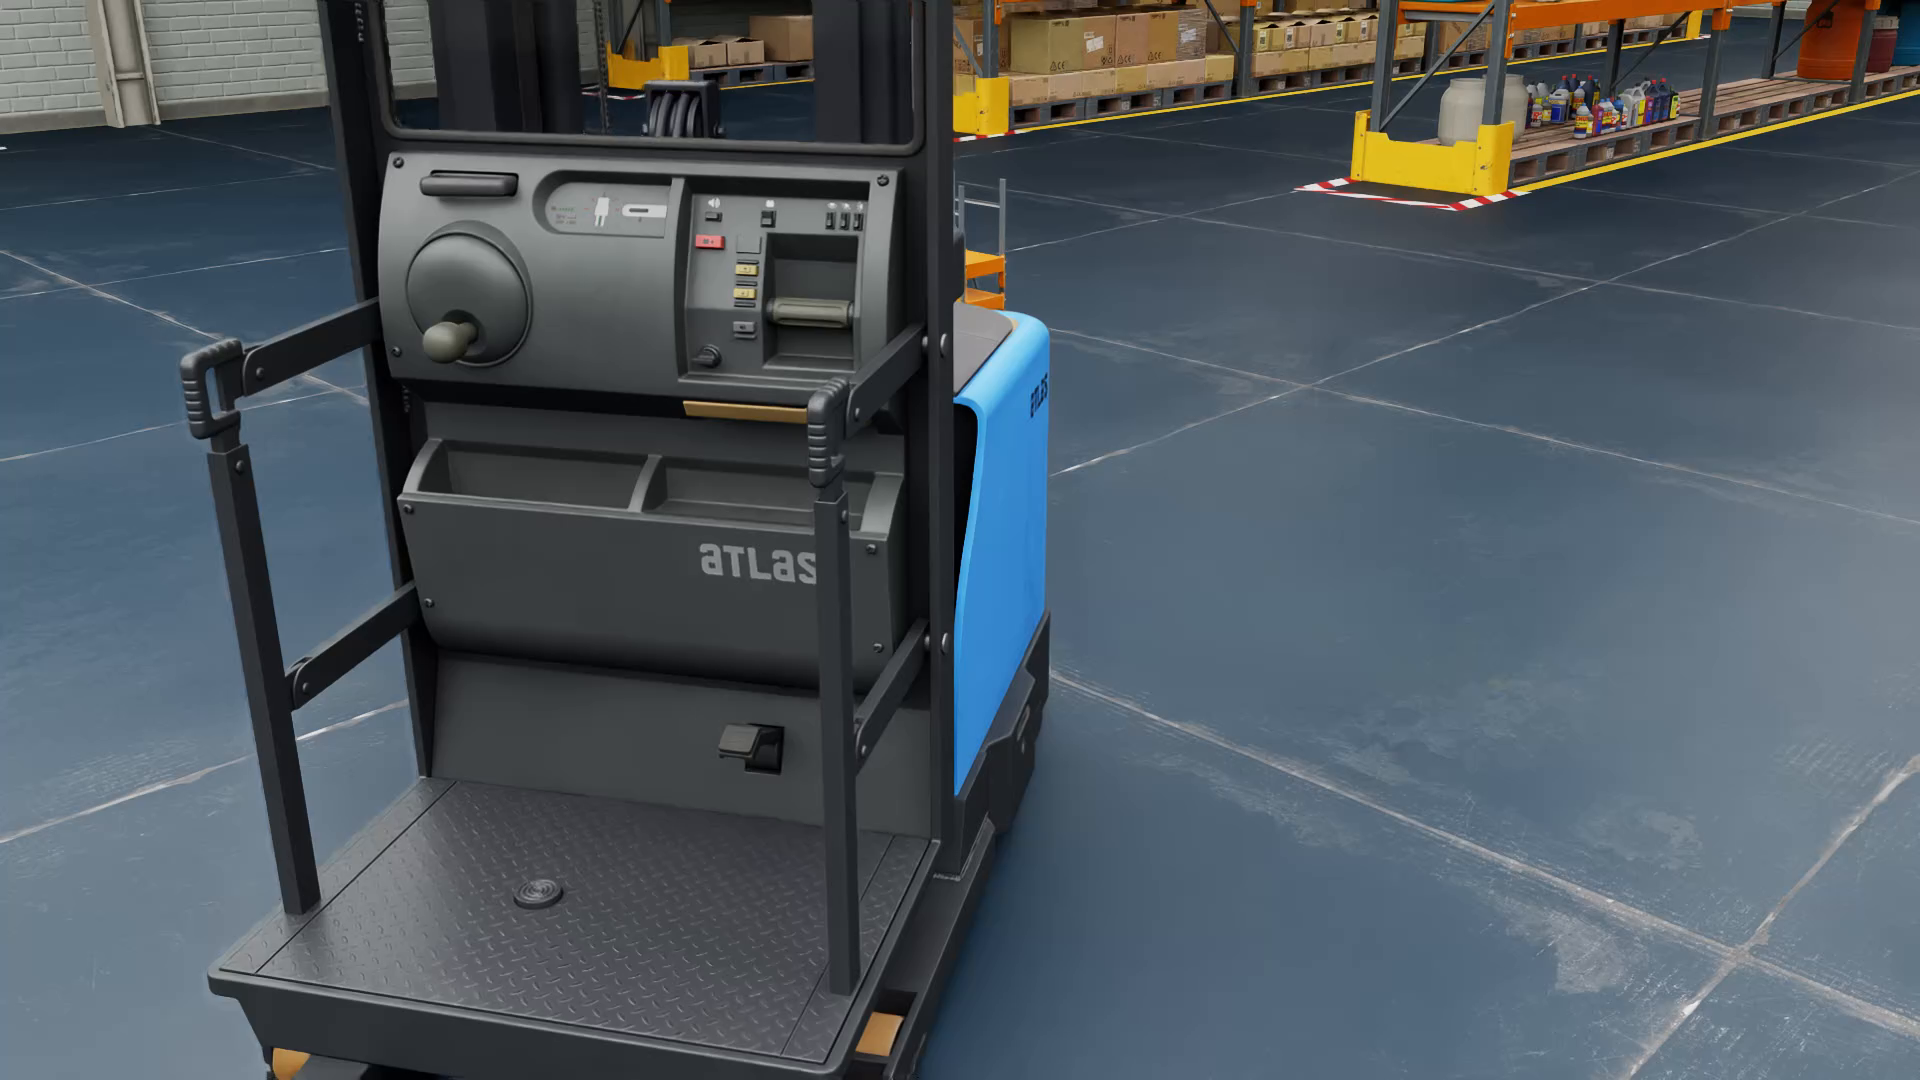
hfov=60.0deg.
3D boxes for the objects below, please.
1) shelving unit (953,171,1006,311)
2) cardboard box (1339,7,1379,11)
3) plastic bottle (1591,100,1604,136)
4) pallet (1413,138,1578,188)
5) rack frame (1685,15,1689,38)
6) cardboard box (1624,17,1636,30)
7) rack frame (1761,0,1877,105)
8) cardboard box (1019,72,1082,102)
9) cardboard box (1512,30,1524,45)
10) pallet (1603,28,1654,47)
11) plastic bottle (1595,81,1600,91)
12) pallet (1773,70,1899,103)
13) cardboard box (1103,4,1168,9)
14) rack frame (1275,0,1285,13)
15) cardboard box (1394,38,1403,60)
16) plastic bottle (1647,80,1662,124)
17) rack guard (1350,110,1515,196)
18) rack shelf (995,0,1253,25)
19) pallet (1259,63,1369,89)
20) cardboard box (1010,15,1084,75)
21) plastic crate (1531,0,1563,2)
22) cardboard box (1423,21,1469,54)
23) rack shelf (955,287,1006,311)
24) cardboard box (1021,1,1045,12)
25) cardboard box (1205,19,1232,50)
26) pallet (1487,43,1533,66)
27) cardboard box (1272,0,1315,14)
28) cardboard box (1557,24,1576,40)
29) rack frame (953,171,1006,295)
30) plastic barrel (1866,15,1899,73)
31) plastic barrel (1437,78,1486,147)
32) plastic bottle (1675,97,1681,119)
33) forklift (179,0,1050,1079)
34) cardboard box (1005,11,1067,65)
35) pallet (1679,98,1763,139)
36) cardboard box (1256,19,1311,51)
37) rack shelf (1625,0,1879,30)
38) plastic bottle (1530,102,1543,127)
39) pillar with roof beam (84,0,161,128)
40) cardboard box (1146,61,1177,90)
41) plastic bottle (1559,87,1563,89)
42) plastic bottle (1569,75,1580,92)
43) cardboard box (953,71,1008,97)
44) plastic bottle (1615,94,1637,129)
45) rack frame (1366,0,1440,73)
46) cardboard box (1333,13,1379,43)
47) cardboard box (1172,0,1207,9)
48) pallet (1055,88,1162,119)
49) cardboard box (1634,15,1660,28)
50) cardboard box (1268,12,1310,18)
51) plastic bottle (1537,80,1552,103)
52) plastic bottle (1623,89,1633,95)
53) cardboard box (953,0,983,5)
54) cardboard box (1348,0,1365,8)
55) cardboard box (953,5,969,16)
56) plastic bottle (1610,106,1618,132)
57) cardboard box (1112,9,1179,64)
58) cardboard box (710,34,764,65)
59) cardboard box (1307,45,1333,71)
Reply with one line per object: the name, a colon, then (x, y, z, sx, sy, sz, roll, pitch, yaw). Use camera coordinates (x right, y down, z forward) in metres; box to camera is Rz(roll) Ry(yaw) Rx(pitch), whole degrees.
shelving unit: (-0.010, -0.556, 5.350, 0.258, 1.200, 0.189, 19, 28, 41)
cardboard box: (4.959, -6.458, 20.660, 0.500, 0.311, 0.500, -19, 28, -40)
plastic bottle: (5.160, -3.426, 13.481, 0.133, 0.283, 0.061, -20, 28, -41)
pallet: (4.090, -2.984, 13.045, 1.003, 0.211, 1.213, 19, 28, 41)
rack frame: (11.116, -9.401, 25.852, 1.000, 3.000, 0.127, 19, 28, 41)
cardboard box: (9.632, -7.897, 24.805, 0.797, 0.503, 0.637, 19, 28, 41)
rack frame: (9.081, -6.104, 17.274, 1.000, 3.000, 0.127, 19, 28, 41)
cardboard box: (0.834, -4.412, 16.120, 0.500, 0.250, 0.500, 19, 28, 41)
cardboard box: (7.132, -6.827, 22.028, 0.500, 0.500, 0.500, 18, 27, 39)
pallet: (9.656, -7.562, 24.955, 1.003, 0.211, 1.213, 19, 28, 41)
plastic bottle: (5.625, -3.924, 14.776, 0.061, 0.283, 0.133, 19, 28, 41)
pallet: (9.601, -5.015, 18.328, 1.003, 0.211, 1.213, 19, 28, 41)
cardboard box: (1.854, -5.407, 17.664, 0.500, 0.500, 0.500, 19, 28, 41)
rack frame: (4.774, -9.611, 26.400, 1.000, 3.000, 0.127, 19, 28, 41)
cardboard box: (4.986, -5.927, 20.062, 0.500, 0.250, 0.500, 19, 28, 40)
plastic bottle: (5.914, -3.757, 14.248, 0.144, 0.351, 0.185, 18, 27, 38)
rack guard: (3.520, -2.912, 12.453, 1.175, 0.500, 0.348, 19, 28, 41)
rack shelf: (1.349, -5.466, 16.618, 1.077, 0.370, 4.000, 19, 28, 41)
pallet: (4.082, -5.529, 19.665, 1.003, 0.211, 1.213, 19, 28, 41)
cardboard box: (0.835, -4.762, 15.984, 0.500, 0.500, 0.500, 19, 28, 41)
plastic crate: (4.355, -4.074, 12.360, 0.298, 0.136, 0.250, 19, 28, 41)
cardboard box: (6.057, -6.428, 20.989, 0.500, 0.500, 0.500, -19, 28, -40)
rack shelf: (-0.010, -0.739, 5.279, 0.258, 0.103, 0.180, 19, 28, 41)
cardboard box: (0.749, -7.185, 22.959, 0.700, 0.500, 0.500, 19, 28, 40)
cardboard box: (2.822, -5.666, 18.601, 0.500, 0.311, 0.500, 19, 28, 41)
pallet: (6.934, -6.537, 22.288, 1.003, 0.211, 1.213, 19, 28, 41)
cardboard box: (5.369, -8.807, 27.206, 0.700, 0.500, 0.500, 20, 29, 41)
cardboard box: (8.186, -7.213, 23.030, 0.500, 0.500, 0.500, 19, 28, 40)
rack frame: (0.054, -0.580, 5.411, 0.240, 1.200, 0.006, 19, 28, 41)
plastic barrel: (10.198, -5.594, 18.724, 0.600, 0.588, 0.708, 19, 28, 41)
plastic barrel: (3.905, -3.270, 12.784, 0.421, 0.512, 0.421, 0, 21, 0)
plastic bottle: (6.261, -3.803, 14.576, 0.097, 0.201, 0.097, 0, 21, 0)
forklift: (-0.607, -0.444, 2.644, 1.130, 2.935, 3.031, 5, 22, 12)
cardboard box: (0.802, -5.024, 16.665, 0.500, 0.500, 0.500, 19, 28, 41)
pallet: (6.811, -3.985, 15.649, 1.003, 0.211, 1.213, 19, 28, 41)
cardboard box: (3.564, -5.662, 18.589, 0.500, 0.311, 0.500, 19, 28, 40)
rack shelf: (7.686, -5.254, 16.065, 1.077, 0.370, 4.000, 19, 28, 41)
plastic bottle: (4.862, -3.595, 14.035, 0.097, 0.201, 0.097, 0, 21, 0)
pillar with roof beam: (-4.830, -7.104, 11.514, 9.100, 9.000, 0.400, 19, 28, 41)
cardboard box: (1.883, -4.796, 17.120, 0.500, 0.250, 0.500, 19, 28, 41)
plastic bottle: (5.223, -3.808, 14.490, 0.097, 0.271, 0.097, 0, 21, 0)
plastic bottle: (5.431, -3.941, 14.725, 0.185, 0.351, 0.144, -19, 28, -41)
cardboard box: (0.117, -4.412, 16.120, 0.500, 0.250, 0.500, 19, 28, 41)
plastic bottle: (5.573, -3.599, 13.939, 0.135, 0.276, 0.152, -20, 28, -41)
rack frame: (5.535, -7.344, 20.502, 1.000, 3.000, 0.127, 19, 28, 41)
cardboard box: (4.634, -6.058, 19.621, 0.500, 0.311, 0.500, 19, 28, 40)
cardboard box: (3.206, -8.156, 25.023, 0.750, 0.750, 0.750, 19, 28, 40)
pallet: (1.309, -4.505, 17.002, 1.003, 0.211, 1.213, 19, 28, 41)
cardboard box: (10.229, -7.885, 25.126, 0.500, 0.250, 0.500, 19, 28, 41)
cardboard box: (3.883, -6.058, 19.619, 0.500, 0.311, 0.500, 19, 28, 40)
plastic bottle: (5.002, -3.783, 14.315, 0.144, 0.351, 0.185, 19, 28, 40)
plastic bottle: (5.791, -3.753, 14.341, 0.152, 0.276, 0.135, 19, 28, 41)
cardboard box: (-0.001, -7.251, 22.084, 0.500, 0.250, 0.500, 19, 28, 40)
cardboard box: (6.448, -9.206, 28.243, 0.700, 0.500, 0.500, 18, 27, 39)
cardboard box: (-0.306, -6.787, 21.922, 0.500, 0.500, 0.700, -19, 28, -40)
plastic bottle: (5.367, -3.474, 13.718, 0.097, 0.201, 0.097, 0, 21, 0)
cardboard box: (1.874, -5.150, 16.994, 0.500, 0.500, 0.500, 19, 28, 41)
cardboard box: (-2.653, -5.779, 19.563, 0.500, 0.311, 0.500, -17, 27, -38)
cardboard box: (3.920, -5.535, 19.042, 0.500, 0.250, 0.500, 18, 28, 39)
